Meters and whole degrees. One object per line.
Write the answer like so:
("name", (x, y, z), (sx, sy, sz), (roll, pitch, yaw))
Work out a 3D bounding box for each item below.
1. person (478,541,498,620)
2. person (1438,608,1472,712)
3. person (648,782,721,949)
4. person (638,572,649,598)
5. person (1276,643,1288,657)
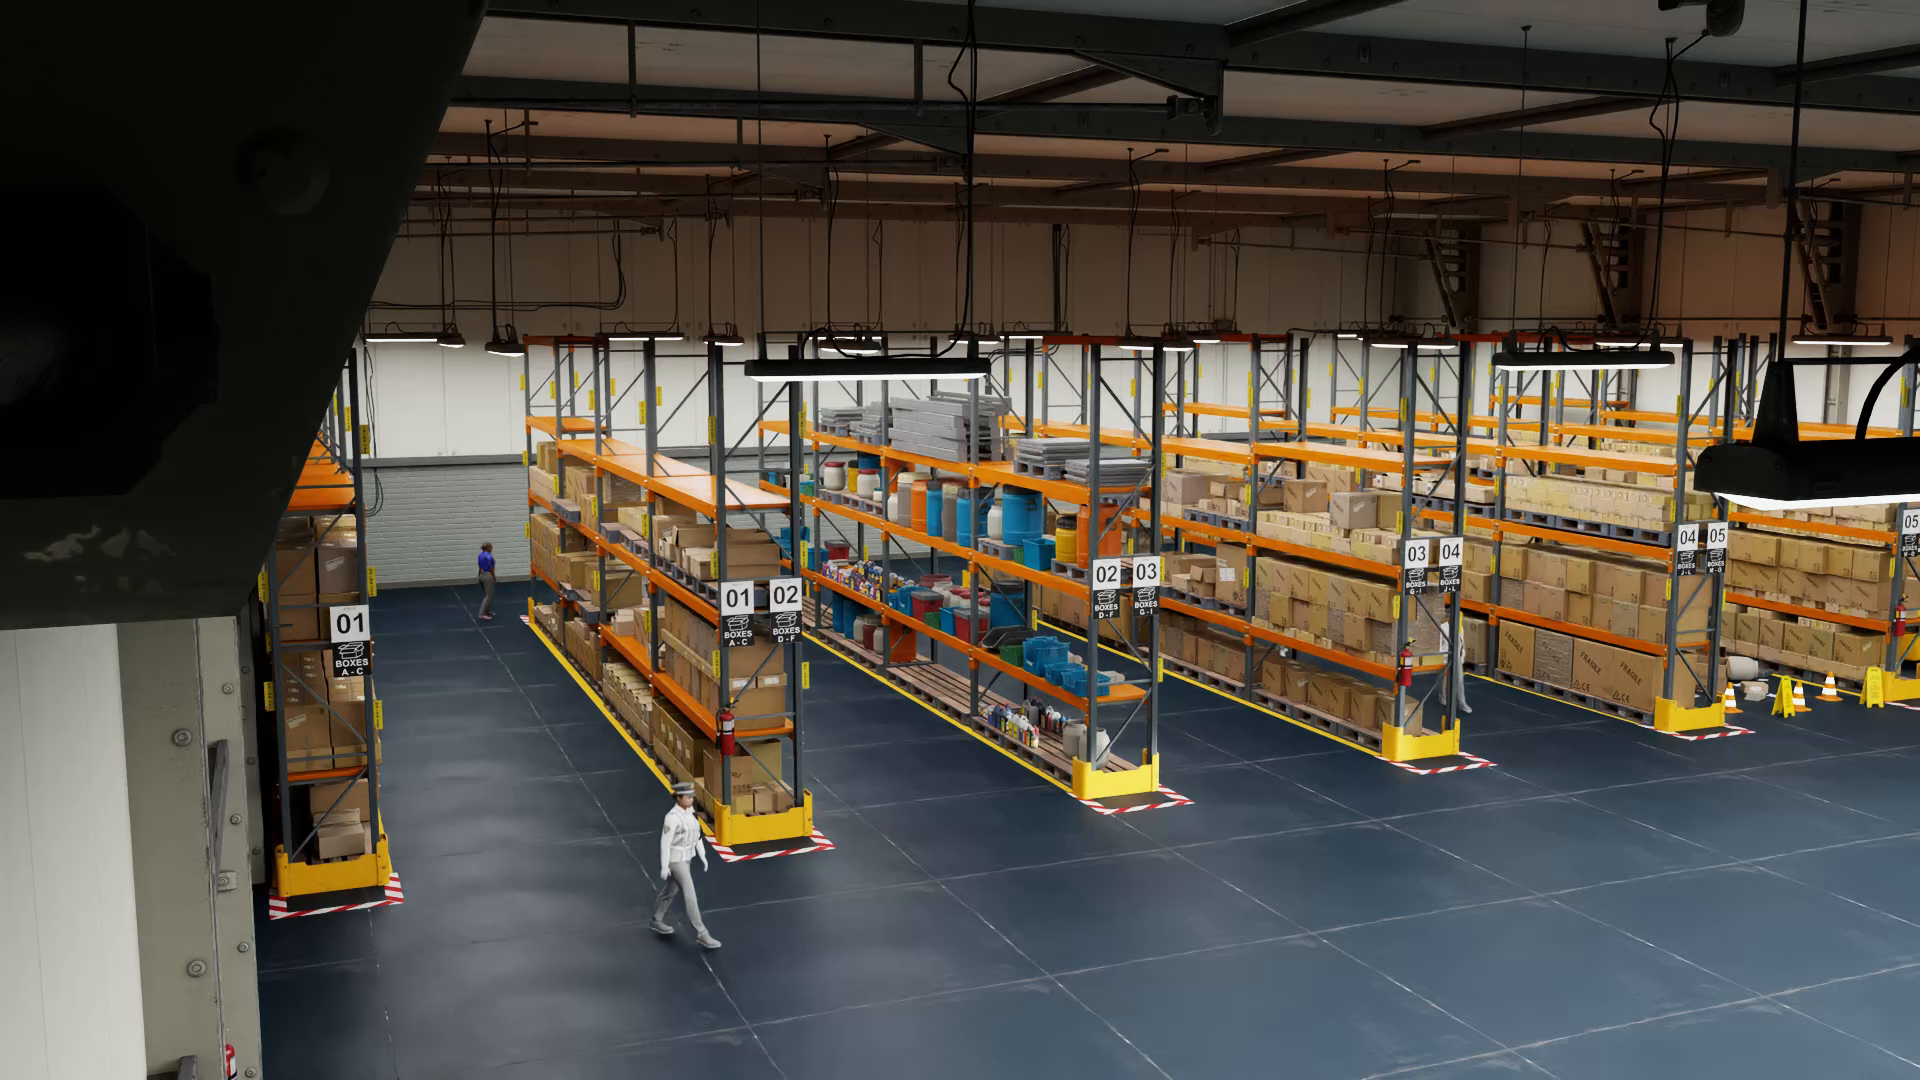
("person", (-10.012, 0.846, 35.110), (0.574, 1.644, 0.615), (7, 11, 44))
("person", (7.979, 1.922, 26.962), (0.532, 1.629, 0.888), (1, 8, 4))
("person", (-2.799, 3.259, 16.936), (0.907, 1.625, 0.512), (2, 8, 14))
("person", (-6.607, 0.909, 34.920), (0.450, 1.537, 0.976), (-5, 9, -34))
("person", (6.138, 1.339, 31.497), (0.477, 1.723, 0.536), (-3, 8, -19))
